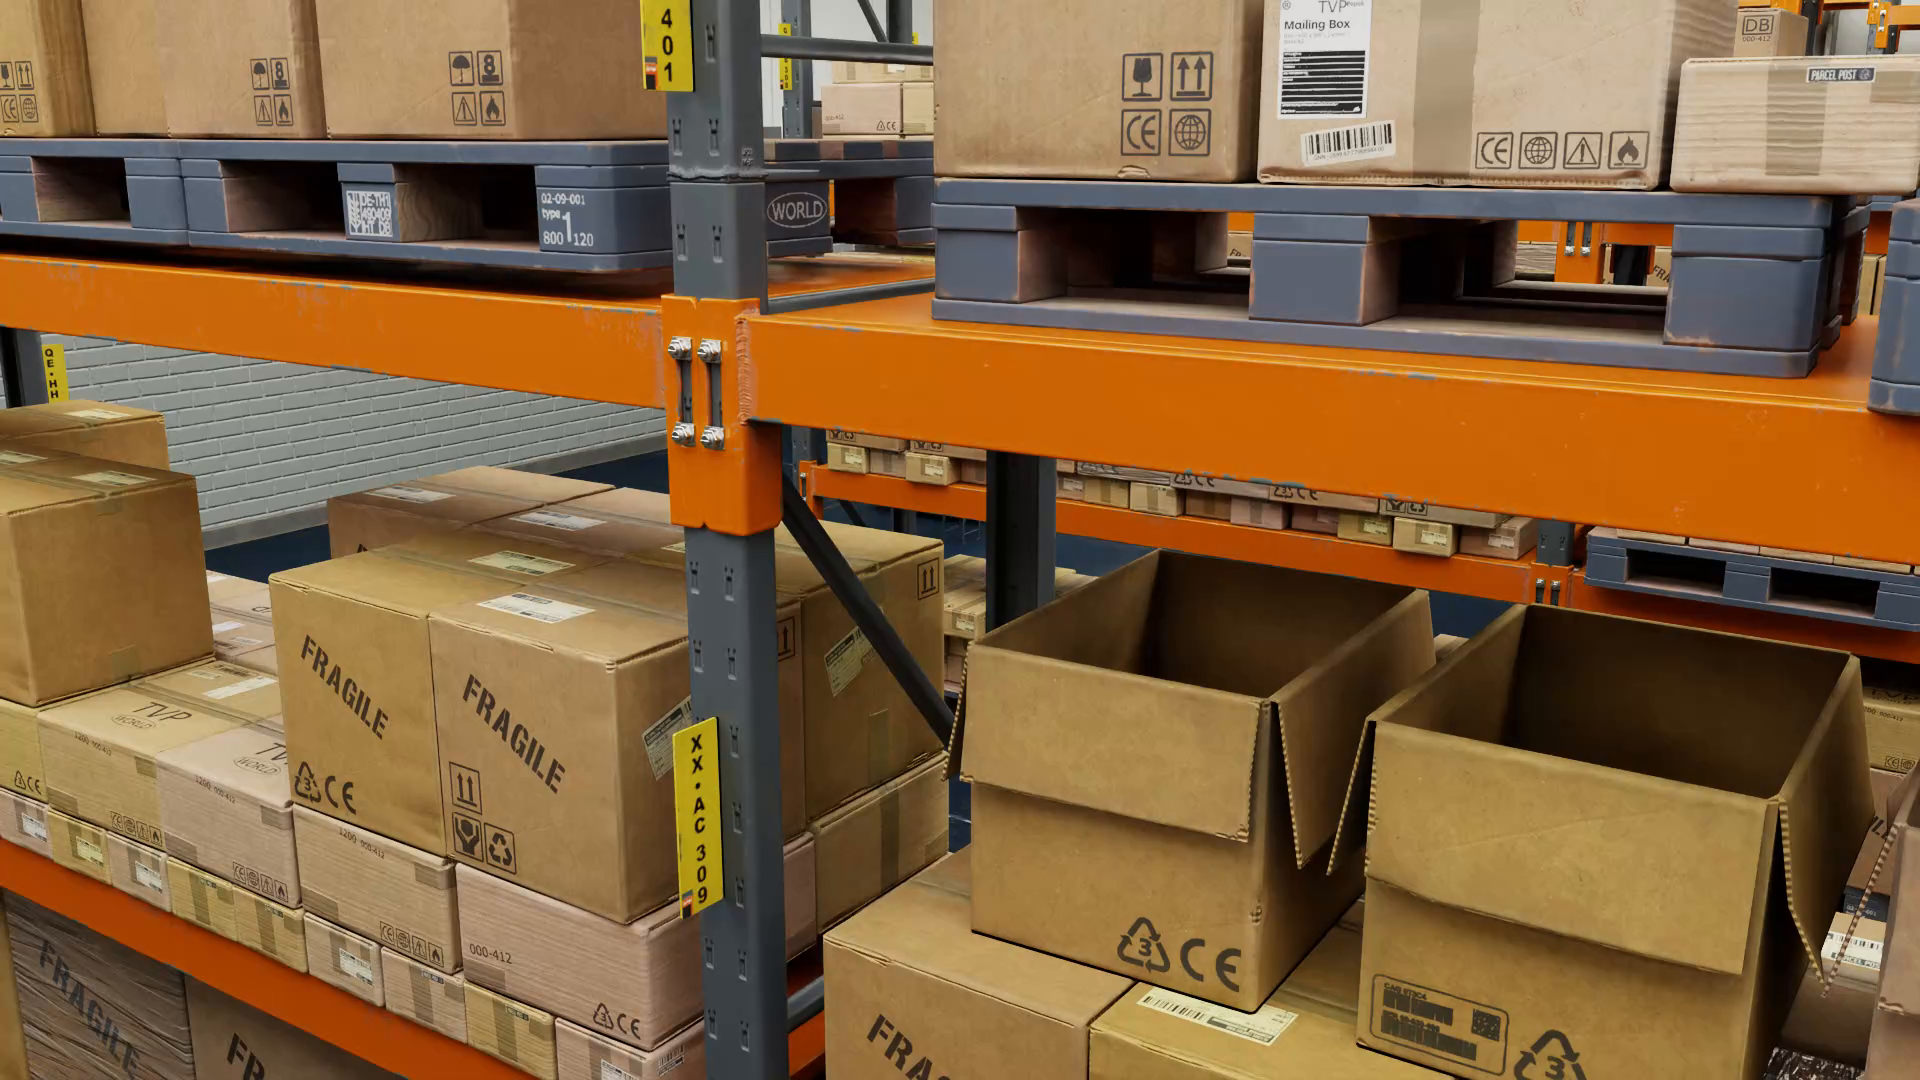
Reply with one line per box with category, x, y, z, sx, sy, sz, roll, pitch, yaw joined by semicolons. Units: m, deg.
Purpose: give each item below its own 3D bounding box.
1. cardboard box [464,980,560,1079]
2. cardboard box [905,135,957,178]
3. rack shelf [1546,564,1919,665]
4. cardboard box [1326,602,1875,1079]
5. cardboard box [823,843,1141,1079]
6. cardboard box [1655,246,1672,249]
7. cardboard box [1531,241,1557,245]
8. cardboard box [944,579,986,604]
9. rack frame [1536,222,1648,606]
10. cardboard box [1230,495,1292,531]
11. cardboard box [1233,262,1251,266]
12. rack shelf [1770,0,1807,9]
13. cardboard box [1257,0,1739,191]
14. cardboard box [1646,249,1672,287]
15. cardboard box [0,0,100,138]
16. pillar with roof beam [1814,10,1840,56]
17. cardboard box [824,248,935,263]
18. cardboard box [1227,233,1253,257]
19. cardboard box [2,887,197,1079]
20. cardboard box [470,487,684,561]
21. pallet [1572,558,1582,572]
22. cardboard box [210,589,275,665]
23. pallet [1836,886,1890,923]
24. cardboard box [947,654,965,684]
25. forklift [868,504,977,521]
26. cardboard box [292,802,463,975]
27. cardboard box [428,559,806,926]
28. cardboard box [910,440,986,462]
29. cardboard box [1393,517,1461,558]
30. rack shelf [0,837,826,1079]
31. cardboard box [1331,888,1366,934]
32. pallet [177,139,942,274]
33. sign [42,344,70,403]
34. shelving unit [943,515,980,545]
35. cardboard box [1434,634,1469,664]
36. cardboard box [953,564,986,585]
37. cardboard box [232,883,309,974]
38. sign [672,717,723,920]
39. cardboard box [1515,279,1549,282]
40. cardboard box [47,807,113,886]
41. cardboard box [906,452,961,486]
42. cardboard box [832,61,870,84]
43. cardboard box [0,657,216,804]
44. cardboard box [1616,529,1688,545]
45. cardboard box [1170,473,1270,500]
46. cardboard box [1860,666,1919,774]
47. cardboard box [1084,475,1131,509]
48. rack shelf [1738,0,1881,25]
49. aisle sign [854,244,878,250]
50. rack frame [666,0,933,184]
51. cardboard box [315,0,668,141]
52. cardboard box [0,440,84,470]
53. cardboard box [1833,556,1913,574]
cardboard box;-0.774;0.921;3.385;0.250;0.149;0.380;10;17;34
cardboard box;0.073;-1.904;8.341;0.500;0.250;0.500;10;17;35
rack shelf;4.387;0.451;6.257;4.000;0.370;1.077;9;17;33
cardboard box;0.973;0.452;2.461;0.637;0.503;0.797;9;17;33
cardboard box;0.118;0.872;2.851;0.500;0.500;0.500;9;17;33
cardboard box;4.815;-2.051;11.226;0.250;0.149;0.380;10;17;34
cardboard box;4.166;-2.143;11.599;0.250;0.149;0.380;9;17;32
cardboard box;-0.050;0.339;9.032;0.250;0.149;0.380;10;17;34
rack frame;2.728;-0.167;7.254;0.127;3.000;1.000;9;17;33
cardboard box;1.455;-0.167;7.778;0.250;0.149;0.380;8;16;30
cardboard box;1.650;-1.094;8.093;0.500;0.500;0.500;10;17;34
rack shelf;3.747;-3.804;11.793;4.000;0.370;1.077;9;17;33
cardboard box;0.736;-0.643;2.247;0.500;0.311;0.500;9;16;31
cardboard box;4.861;-1.709;11.197;0.500;0.500;0.500;9;17;32
cardboard box;-2.126;-1.266;4.164;0.500;0.500;0.700;8;16;29
pillar with roof beam;5.696;-4.484;12.211;0.400;9.000;9.100;9;17;33
cardboard box;-0.367;-1.268;8.796;0.500;0.500;0.500;9;17;32
cardboard box;2.327;-2.116;12.841;0.500;0.500;0.500;9;16;32
cardboard box;-2.113;1.292;4.910;0.875;0.875;0.875;9;17;33
cardboard box;-0.783;0.190;3.944;0.500;0.500;0.500;9;17;33
pallet;4.819;0.069;12.106;1.213;0.211;1.003;9;17;33
cardboard box;-2.050;0.349;4.863;0.500;0.250;0.500;9;16;31
pallet;3.375;1.291;7.168;1.213;0.211;1.003;9;17;33
cardboard box;0.138;0.662;8.966;0.250;0.149;0.380;9;17;33
forklift;0.488;-1.874;14.294;1.130;2.935;3.031;9;17;34
cardboard box;-1.068;0.661;3.602;0.500;0.250;0.500;10;17;34
cardboard box;-0.655;0.365;3.239;0.500;0.500;0.500;10;17;34
cardboard box;0.085;-0.714;8.638;0.500;0.500;0.500;9;17;33
cardboard box;2.086;-0.049;7.302;0.250;0.149;0.380;9;16;31
rack shelf;-1.784;0.890;4.484;4.000;0.370;1.077;9;17;33
cardboard box;0.823;0.836;2.995;0.500;0.500;0.500;10;17;35
pallet;-0.797;-0.716;3.416;1.213;0.211;1.003;9;17;33
sign;-3.129;-0.511;5.743;0.005;0.325;0.100;9;17;33
shelving unit;0.012;-0.580;12.671;0.189;1.200;0.258;9;17;33
cardboard box;2.362;0.588;8.025;0.250;0.149;0.380;10;17;36
cardboard box;0.166;0.254;9.376;0.250;0.149;0.380;10;17;34
cardboard box;-1.414;0.817;3.802;0.250;0.149;0.380;10;17;34
sign;-0.433;0.461;2.752;0.005;0.325;0.100;9;17;33
cardboard box;2.187;-0.854;7.123;0.500;0.500;0.500;9;16;31
cardboard box;-2.056;0.714;4.220;0.250;0.149;0.380;9;16;31
cardboard box;-0.078;-0.400;8.718;0.250;0.149;0.380;9;16;31
cardboard box;-0.450;-2.434;8.612;0.250;0.149;0.380;9;17;32
cardboard box;-2.346;0.455;4.434;0.500;0.250;0.500;9;16;31
cardboard box;2.798;-0.104;6.650;0.250;0.149;0.380;8;16;30
cardboard box;1.327;-0.505;7.793;0.500;0.500;0.500;9;17;33
cardboard box;3.637;0.702;6.514;0.500;0.250;0.500;10;17;34
cardboard box;0.817;-0.273;8.208;0.250;0.149;0.380;10;17;35
rack shelf;6.514;-4.987;15.745;4.000;0.370;1.077;9;17;33
aisle sign;-0.484;-2.035;9.390;0.004;0.787;0.394;9;17;33
rack frame;-0.124;-2.103;2.593;0.127;3.000;1.000;9;17;33
cardboard box;-0.807;-1.041;3.254;0.500;0.500;0.700;8;16;30
cardboard box;-2.781;0.022;4.624;0.500;0.500;0.500;9;16;31
cardboard box;3.444;0.000;6.229;0.250;0.149;0.380;9;17;33
